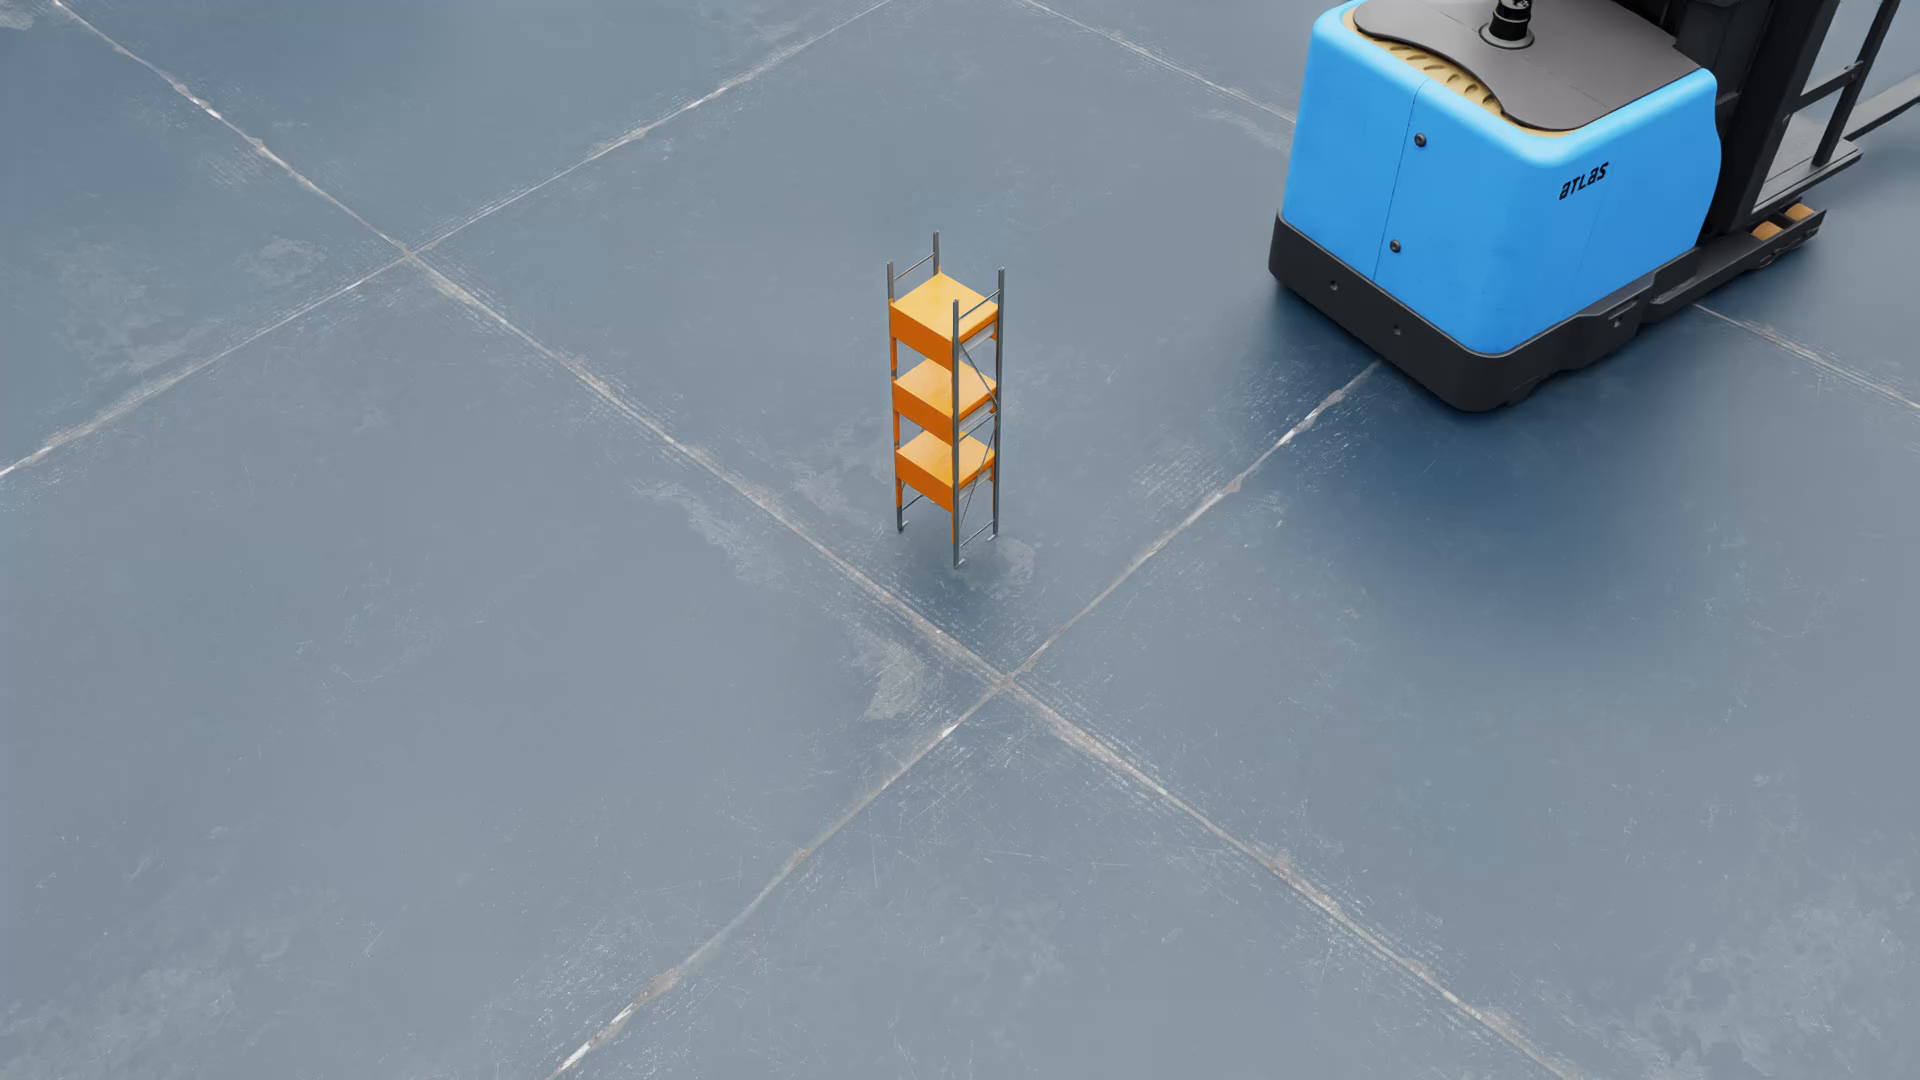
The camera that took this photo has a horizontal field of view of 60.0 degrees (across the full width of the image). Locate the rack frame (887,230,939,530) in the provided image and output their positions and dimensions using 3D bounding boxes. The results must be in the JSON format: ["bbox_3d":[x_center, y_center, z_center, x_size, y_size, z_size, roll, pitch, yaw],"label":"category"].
[{"bbox_3d":[-0.129,-0.446,4.949,0.008,1.050,0.200,34,55,28],"label":"rack frame"}]

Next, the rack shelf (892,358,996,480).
[{"bbox_3d":[-0.039,-0.379,4.900,0.240,0.259,0.215,34,55,28],"label":"rack shelf"}]

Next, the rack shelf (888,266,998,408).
[{"bbox_3d":[-0.039,-0.573,4.693,0.240,0.259,0.215,34,55,28],"label":"rack shelf"}]

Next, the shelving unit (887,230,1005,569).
[{"bbox_3d":[-0.039,-0.386,4.892,0.252,1.050,0.215,34,55,28],"label":"shelving unit"}]

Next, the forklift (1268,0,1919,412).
[{"bbox_3d":[2.621,-2.306,5.404,3.031,2.935,1.130,-28,53,-24],"label":"forklift"}]

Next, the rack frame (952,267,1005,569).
[{"bbox_3d":[0.050,-0.325,4.835,0.008,1.050,0.200,34,55,28],"label":"rack frame"}]

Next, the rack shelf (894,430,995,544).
[{"bbox_3d":[-0.039,-0.188,5.102,0.240,0.259,0.215,34,55,28],"label":"rack shelf"}]
